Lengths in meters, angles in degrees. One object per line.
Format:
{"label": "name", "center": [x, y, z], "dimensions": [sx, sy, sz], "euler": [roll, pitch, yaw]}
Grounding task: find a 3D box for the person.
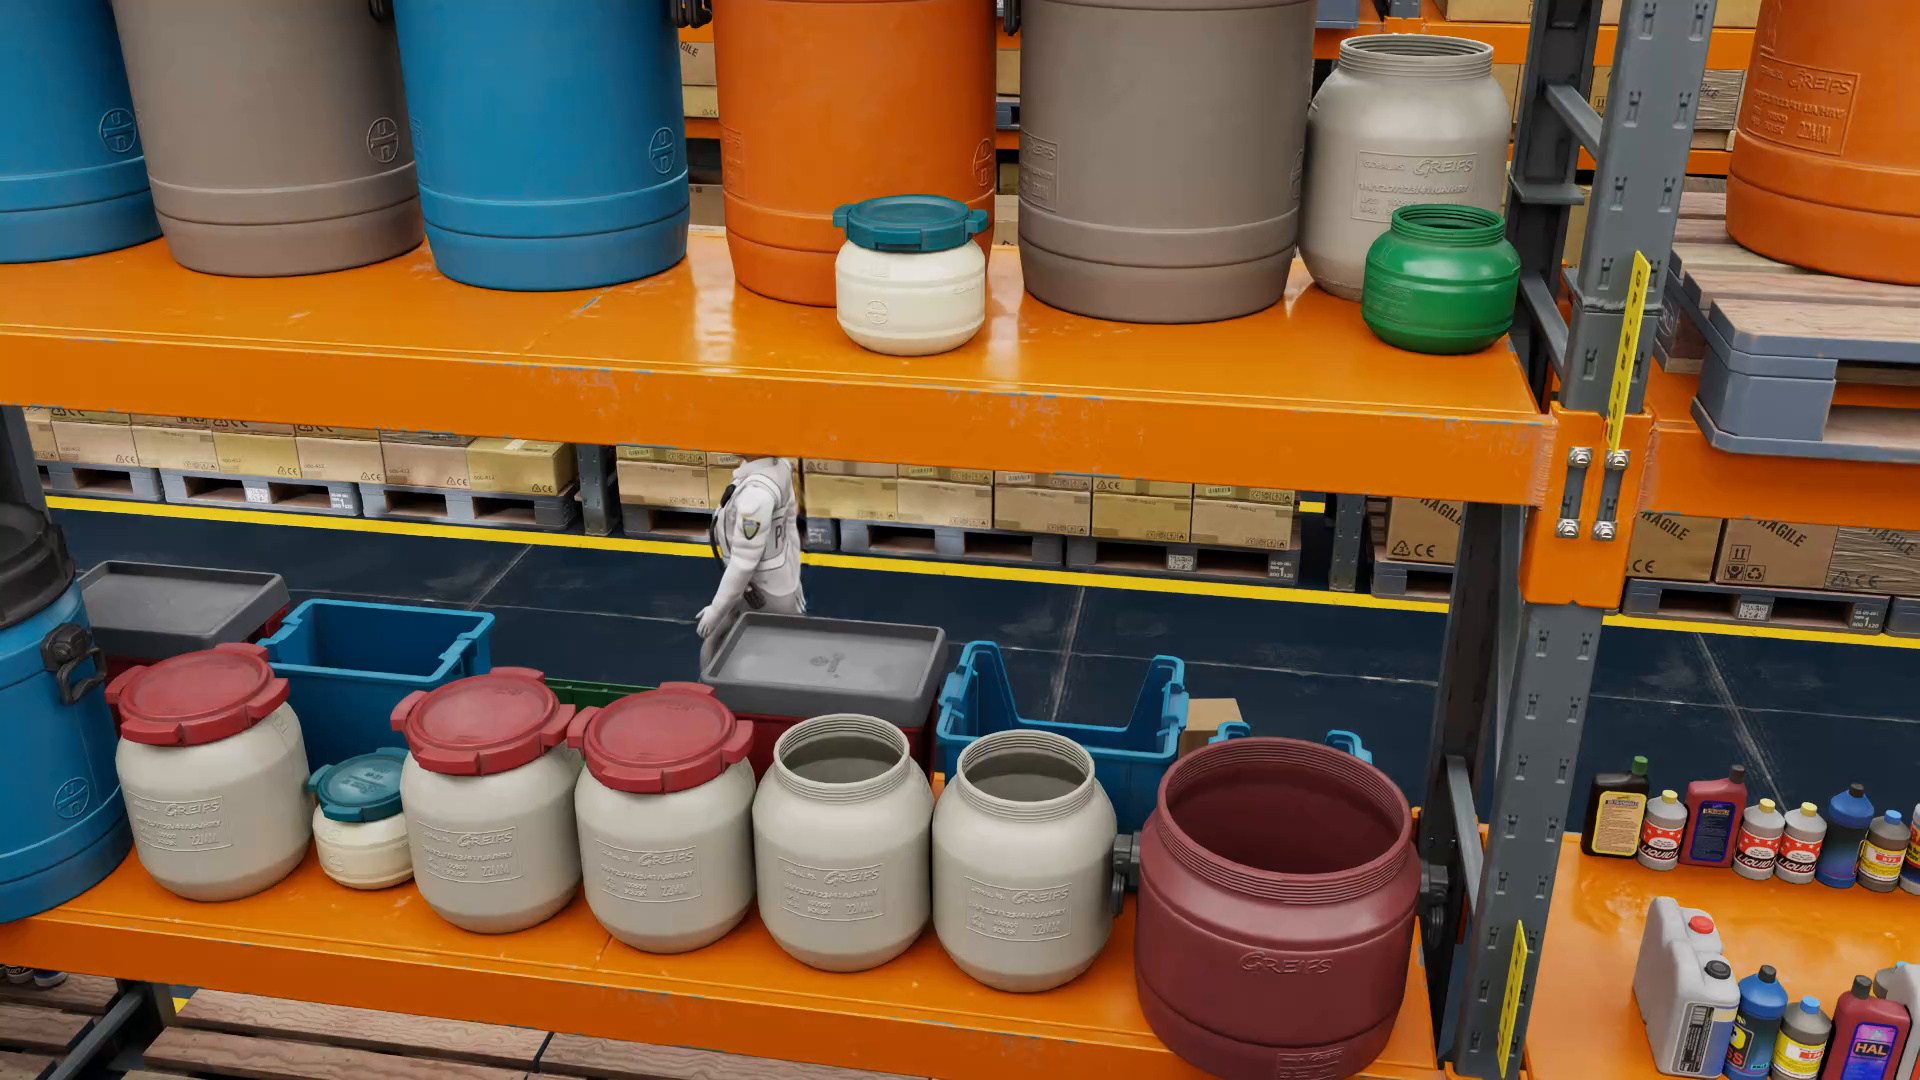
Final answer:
{"label": "person", "center": [-0.802, 0.192, 6.651], "dimensions": [1.002, 1.636, 0.483], "euler": [-1, 25, -2]}
